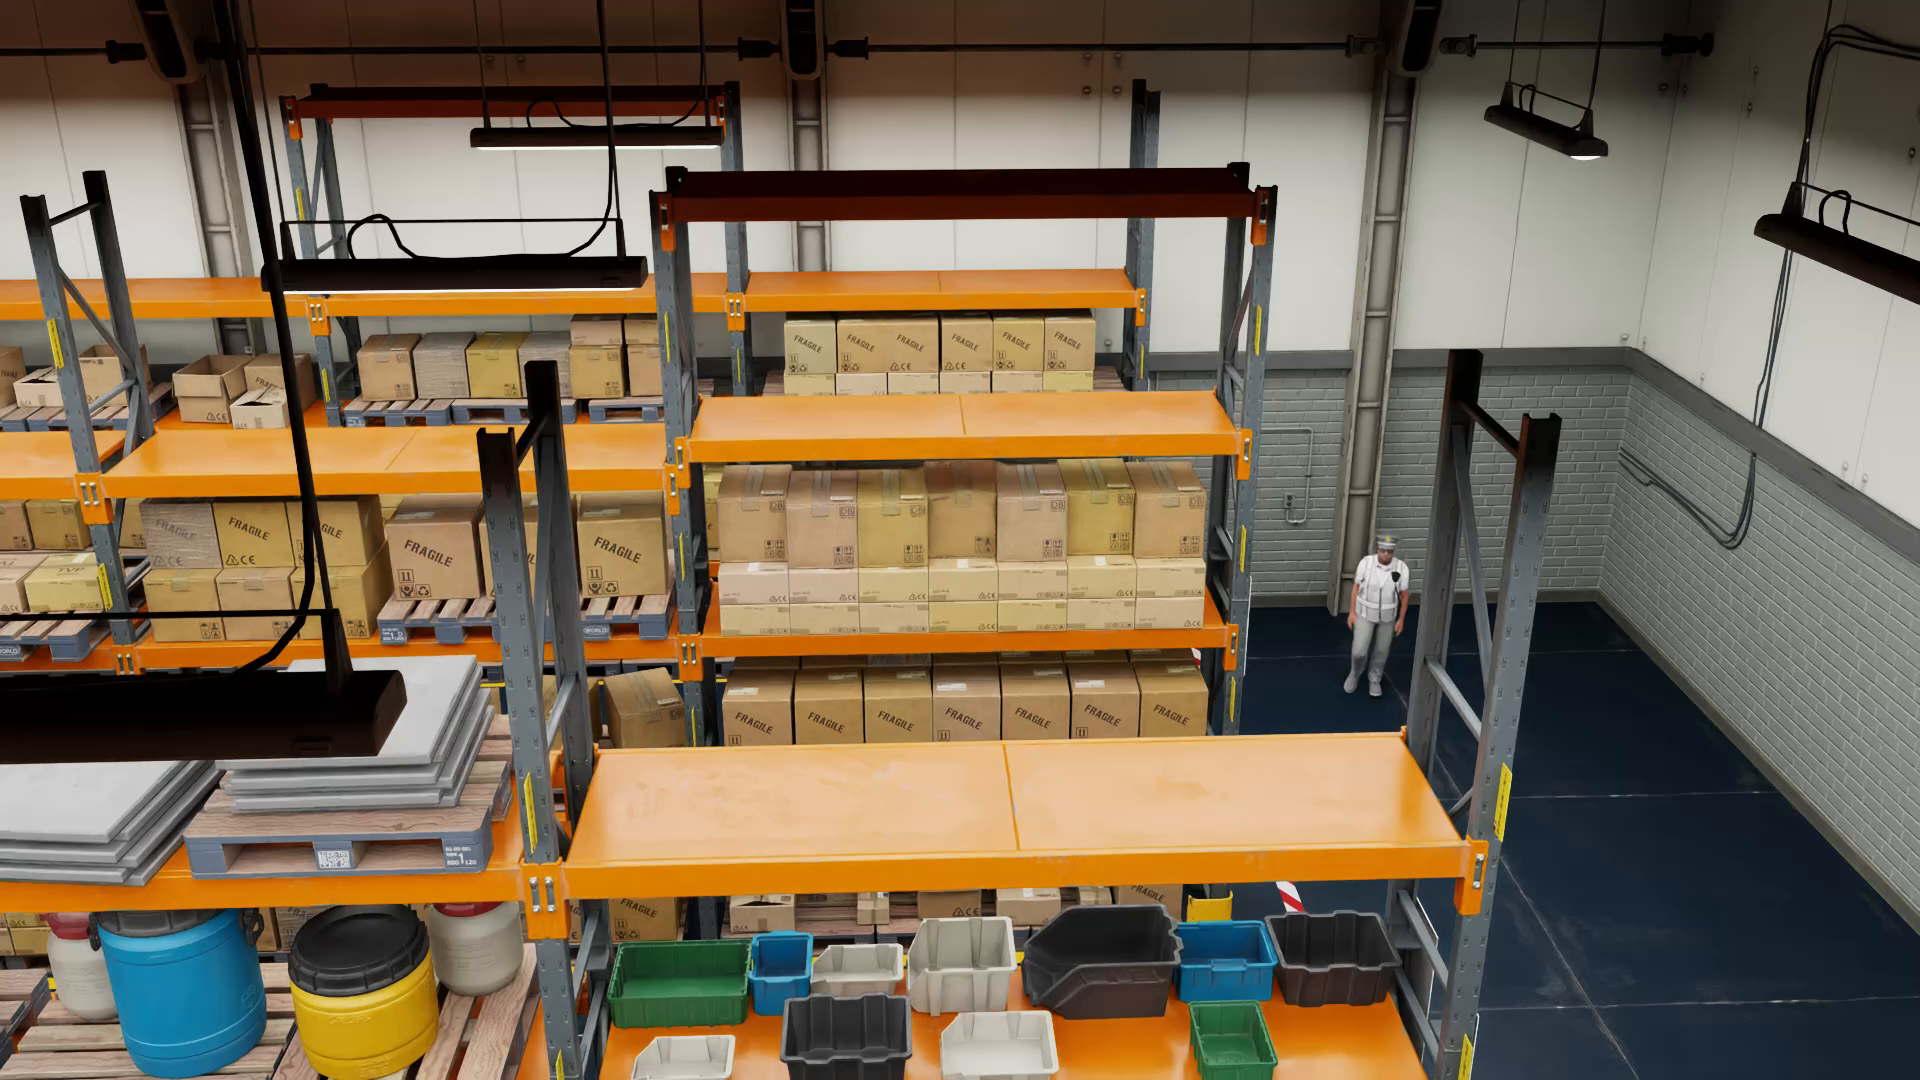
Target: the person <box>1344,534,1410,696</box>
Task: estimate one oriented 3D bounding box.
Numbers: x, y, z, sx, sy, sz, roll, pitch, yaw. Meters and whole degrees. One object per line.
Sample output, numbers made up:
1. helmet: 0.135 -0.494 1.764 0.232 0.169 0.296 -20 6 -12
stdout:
1. person: 4.243 0.766 16.898 0.573 1.792 0.439 0 22 0
